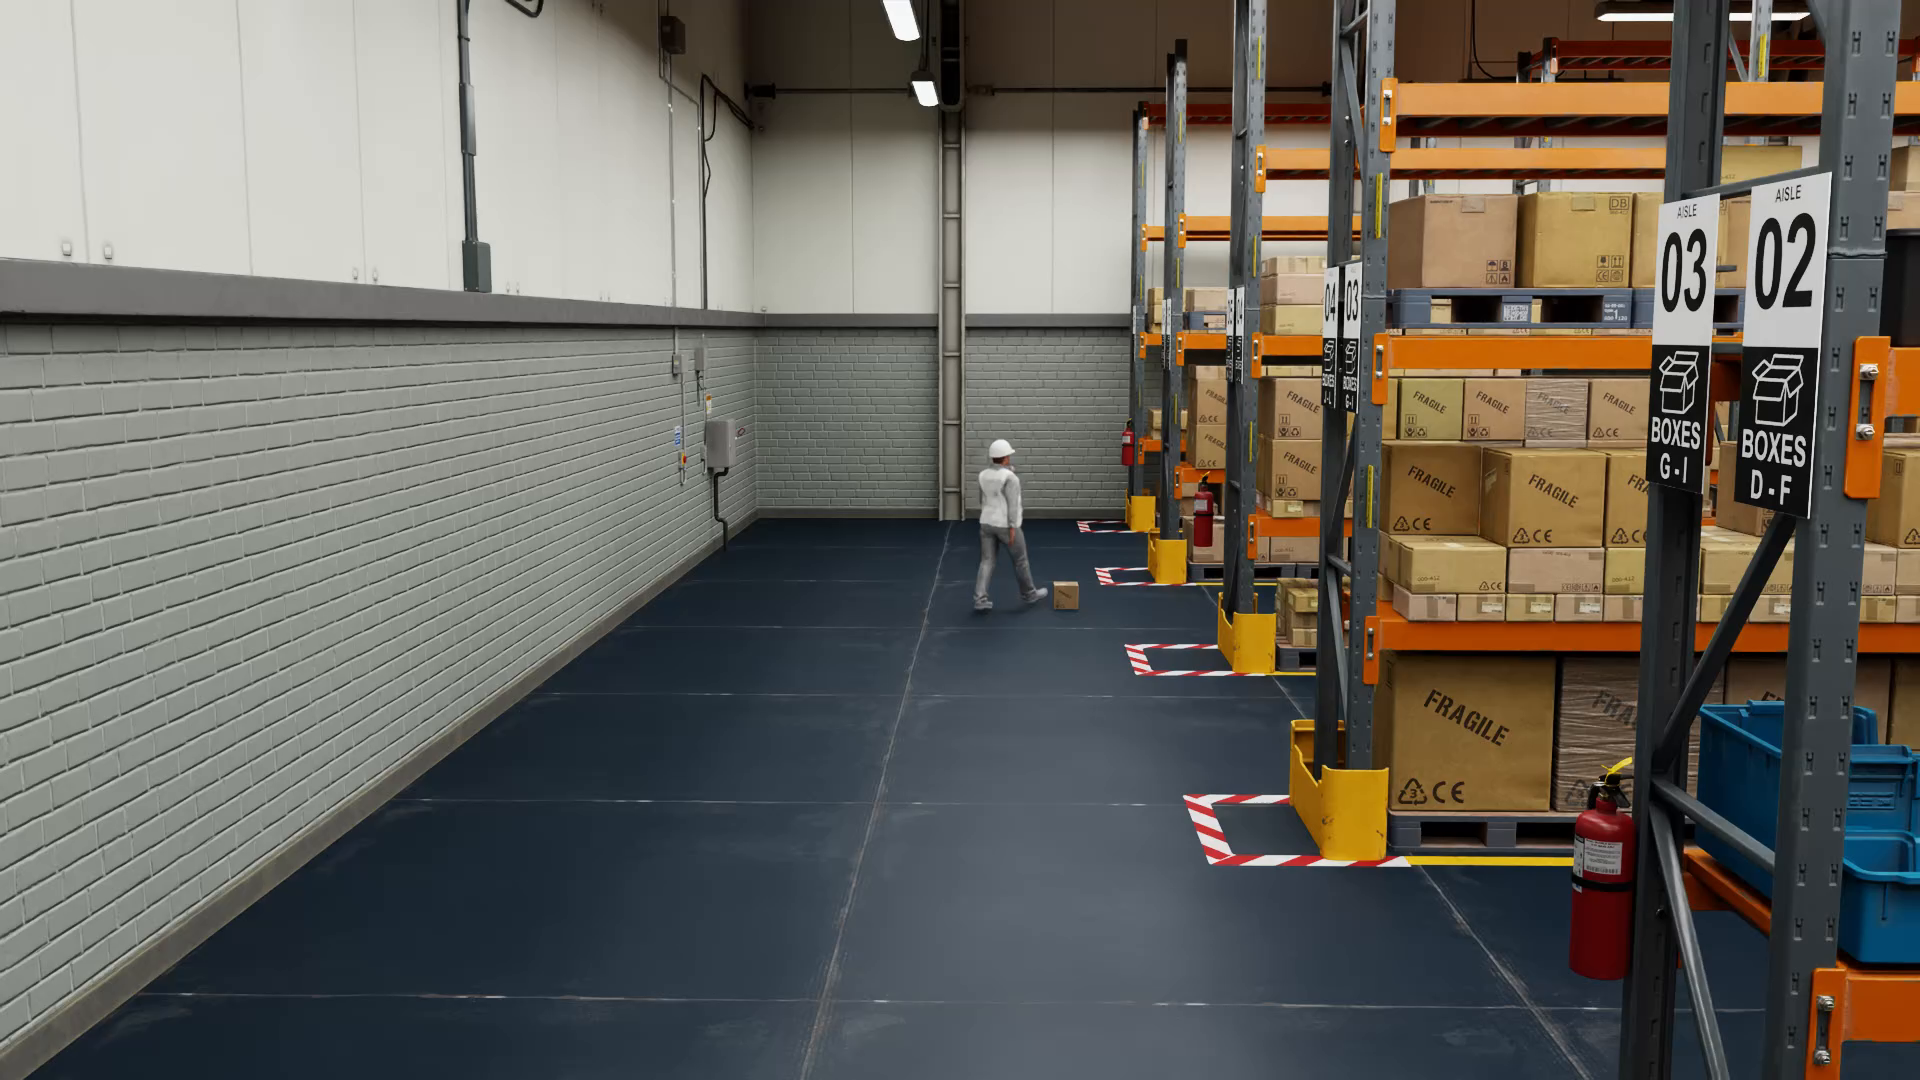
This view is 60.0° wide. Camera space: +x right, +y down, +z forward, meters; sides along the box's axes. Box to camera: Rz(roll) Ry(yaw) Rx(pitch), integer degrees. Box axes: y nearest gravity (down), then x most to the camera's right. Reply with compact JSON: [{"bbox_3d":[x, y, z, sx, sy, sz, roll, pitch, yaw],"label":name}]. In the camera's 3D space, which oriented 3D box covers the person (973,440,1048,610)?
[{"bbox_3d":[0.466,-0.173,17.010,0.553,1.722,0.983,5,9,34],"label":"person"}]
